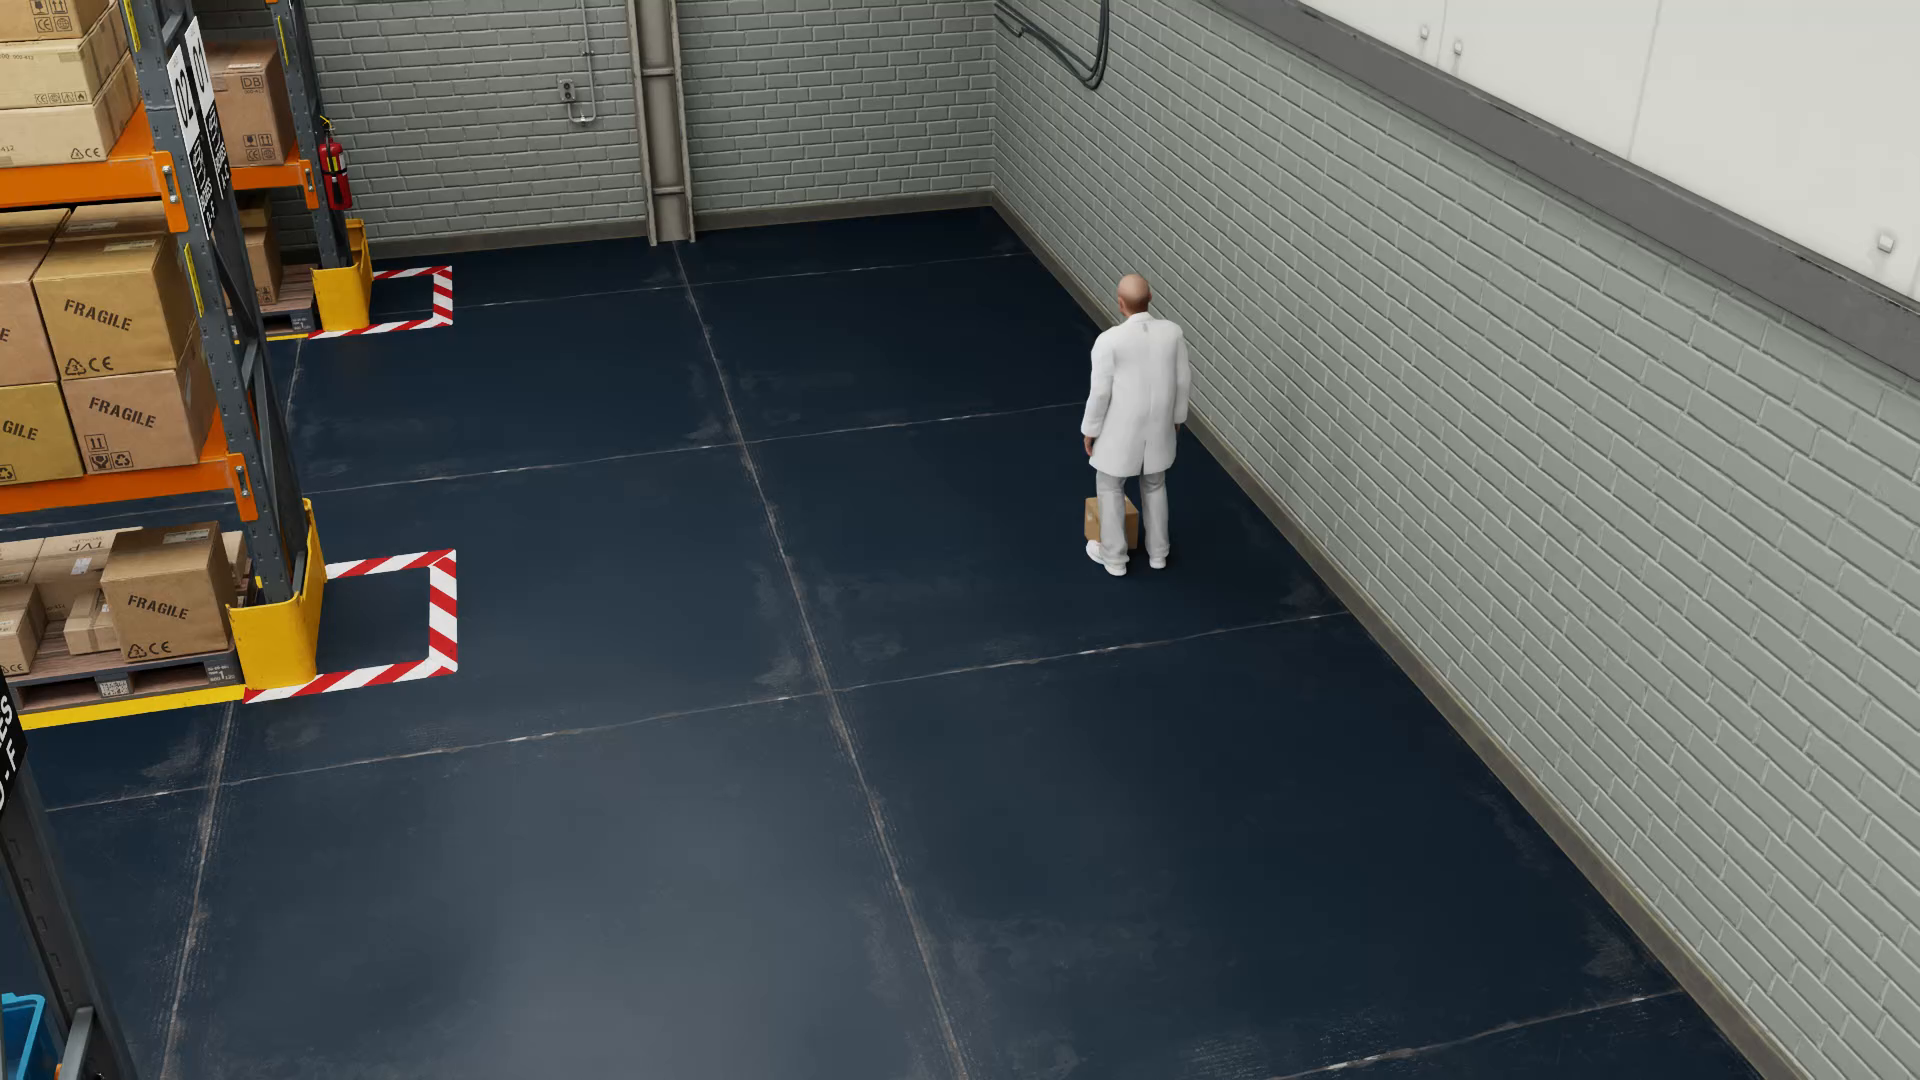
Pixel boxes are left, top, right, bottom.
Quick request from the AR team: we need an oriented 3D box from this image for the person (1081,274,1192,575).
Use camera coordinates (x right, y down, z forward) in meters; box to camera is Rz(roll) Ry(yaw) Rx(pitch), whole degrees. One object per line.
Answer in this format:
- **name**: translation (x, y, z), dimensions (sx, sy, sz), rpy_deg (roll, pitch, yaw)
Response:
- **person**: translation (0.979, -0.640, 9.377), dimensions (0.642, 1.772, 0.428), rpy_deg (-9, 31, -15)
